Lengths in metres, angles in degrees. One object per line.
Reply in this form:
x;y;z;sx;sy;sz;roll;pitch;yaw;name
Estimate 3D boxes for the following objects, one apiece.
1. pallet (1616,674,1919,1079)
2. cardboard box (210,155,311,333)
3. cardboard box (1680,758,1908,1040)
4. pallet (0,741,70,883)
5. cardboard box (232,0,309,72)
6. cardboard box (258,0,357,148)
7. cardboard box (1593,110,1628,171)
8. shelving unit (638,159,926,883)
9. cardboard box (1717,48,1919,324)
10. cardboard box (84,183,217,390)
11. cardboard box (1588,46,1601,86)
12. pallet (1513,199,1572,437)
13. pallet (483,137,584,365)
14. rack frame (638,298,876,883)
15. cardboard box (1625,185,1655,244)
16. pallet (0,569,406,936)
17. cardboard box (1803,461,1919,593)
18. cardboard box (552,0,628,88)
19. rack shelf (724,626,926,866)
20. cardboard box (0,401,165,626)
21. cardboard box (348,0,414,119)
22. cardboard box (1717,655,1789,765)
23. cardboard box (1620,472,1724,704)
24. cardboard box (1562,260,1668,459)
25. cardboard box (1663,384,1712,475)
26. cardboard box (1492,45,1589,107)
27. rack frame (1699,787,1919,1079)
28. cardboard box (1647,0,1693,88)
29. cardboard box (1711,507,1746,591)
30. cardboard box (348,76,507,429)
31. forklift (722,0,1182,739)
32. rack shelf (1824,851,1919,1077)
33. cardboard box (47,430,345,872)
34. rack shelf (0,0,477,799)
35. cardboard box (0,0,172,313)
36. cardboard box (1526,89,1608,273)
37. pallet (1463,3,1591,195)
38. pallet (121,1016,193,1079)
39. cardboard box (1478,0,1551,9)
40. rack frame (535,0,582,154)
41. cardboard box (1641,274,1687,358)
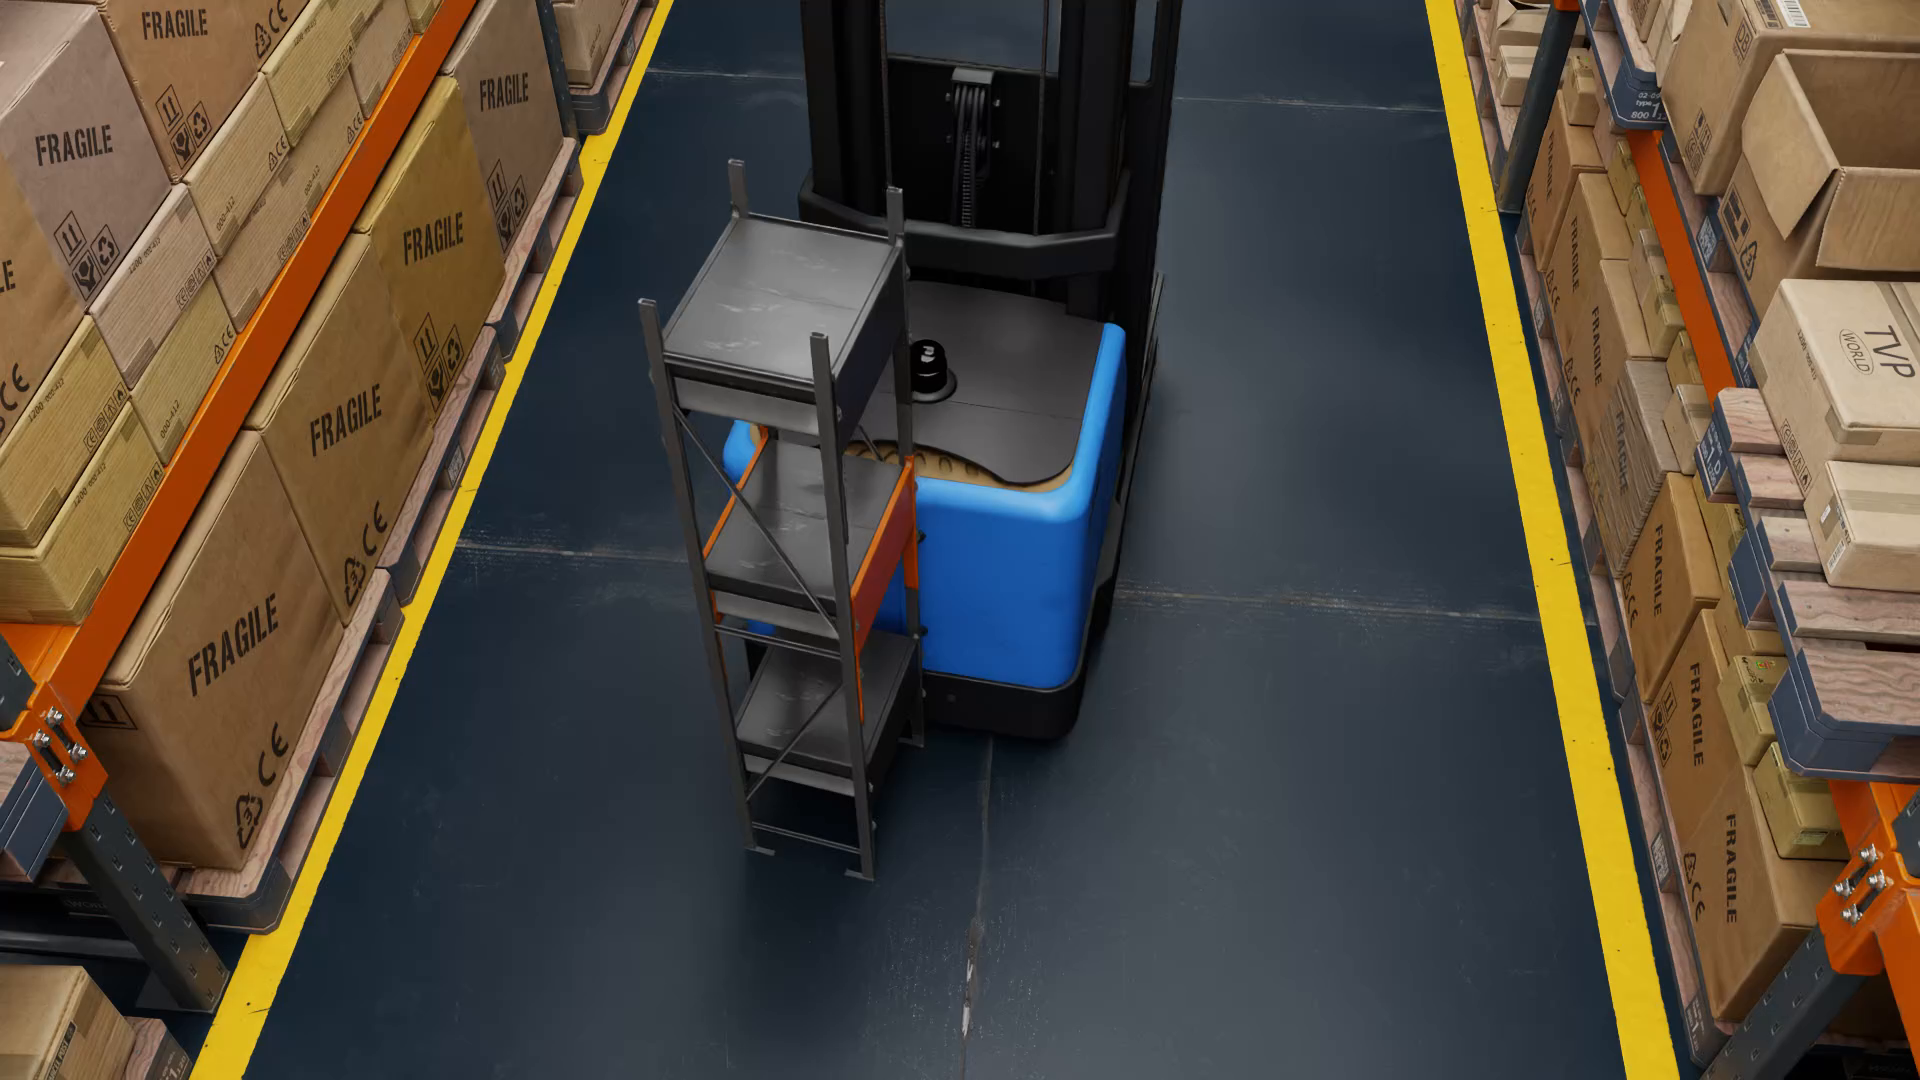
2.513;0.937;4.750;1.003;0.211;1.213;4;48;4;pallet
-2.158;-0.844;4.591;0.500;0.250;0.500;5;48;5;cardboard box
2.232;0.919;4.286;0.500;0.500;0.500;5;48;5;cardboard box
-2.495;0.807;3.109;1.213;0.211;1.003;4;48;4;pallet
-2.100;-1.621;4.454;0.500;0.500;0.500;5;48;4;cardboard box
-2.079;-1.379;4.742;0.500;0.250;0.500;5;48;4;cardboard box
2.526;-1.460;6.022;0.380;0.149;0.250;3;48;2;cardboard box
-0.378;0.079;4.248;0.431;2.100;0.503;12;50;11;shelving unit
2.372;-0.846;4.137;0.797;0.503;0.637;3;48;3;cardboard box
-2.196;-0.642;4.067;0.500;0.250;0.500;5;48;4;cardboard box
2.535;-1.765;6.099;0.380;0.149;0.250;3;48;3;cardboard box
2.736;-0.856;6.390;1.003;0.211;1.213;4;48;4;pallet
-2.167;-1.215;6.718;1.003;0.211;1.213;4;48;4;pallet
-0.447;0.255;4.093;0.400;2.100;0.015;12;50;11;rack frame
2.503;-1.068;5.664;0.380;0.149;0.250;3;48;3;cardboard box
-2.389;0.578;5.078;1.003;0.211;1.213;4;48;4;pallet
2.085;-0.023;3.624;0.380;0.149;0.250;5;48;4;cardboard box
-2.007;-2.459;7.418;0.875;0.438;0.875;3;48;3;cardboard box
-0.374;0.552;4.783;0.431;0.518;0.480;12;50;11;rack shelf
-2.241;-0.081;3.893;0.500;0.250;0.500;3;48;3;cardboard box
-2.074;-1.587;5.270;0.500;0.250;0.500;3;48;2;cardboard box
2.194;0.443;4.282;0.380;0.149;0.250;2;48;2;cardboard box
2.333;0.167;4.974;0.500;0.500;0.500;6;48;5;cardboard box
2.415;-0.596;5.672;0.500;0.500;0.500;3;48;2;cardboard box
2.349;-0.327;4.986;0.380;0.149;0.250;2;48;2;cardboard box
2.530;-2.006;7.199;0.380;0.149;0.250;3;48;2;cardboard box
2.404;0.542;3.221;0.949;2.616;0.053;4;48;4;rack frame
2.263;-1.498;4.894;0.396;0.266;0.258;6;48;5;cardboard box
2.331;0.061;4.631;0.380;0.149;0.250;5;48;5;cardboard box
-2.223;-1.027;5.812;0.875;0.875;0.875;5;48;5;cardboard box
0.133;-1.487;5.124;1.130;2.935;3.031;9;48;8;forklift
2.225;2.255;2.142;1.077;0.370;4.000;4;48;4;rack shelf
-2.390;0.285;4.612;0.875;0.875;0.875;3;48;3;cardboard box
-2.354;-1.016;5.134;1.077;0.370;4.000;4;48;4;rack shelf
-2.212;-0.871;3.768;0.500;0.500;0.500;4;48;4;cardboard box
2.504;-1.355;6.366;0.500;0.500;0.500;6;48;5;cardboard box
2.836;-1.960;7.400;1.003;0.211;1.213;4;48;4;pallet
-2.609;1.727;4.028;1.003;0.211;1.213;4;48;4;pallet
2.775;-2.803;7.690;0.700;0.500;0.500;2;48;2;cardboard box
-2.171;-2.728;6.212;1.000;3.000;0.127;4;48;4;rack frame
2.418;-0.705;5.331;0.380;0.149;0.250;5;48;5;cardboard box
